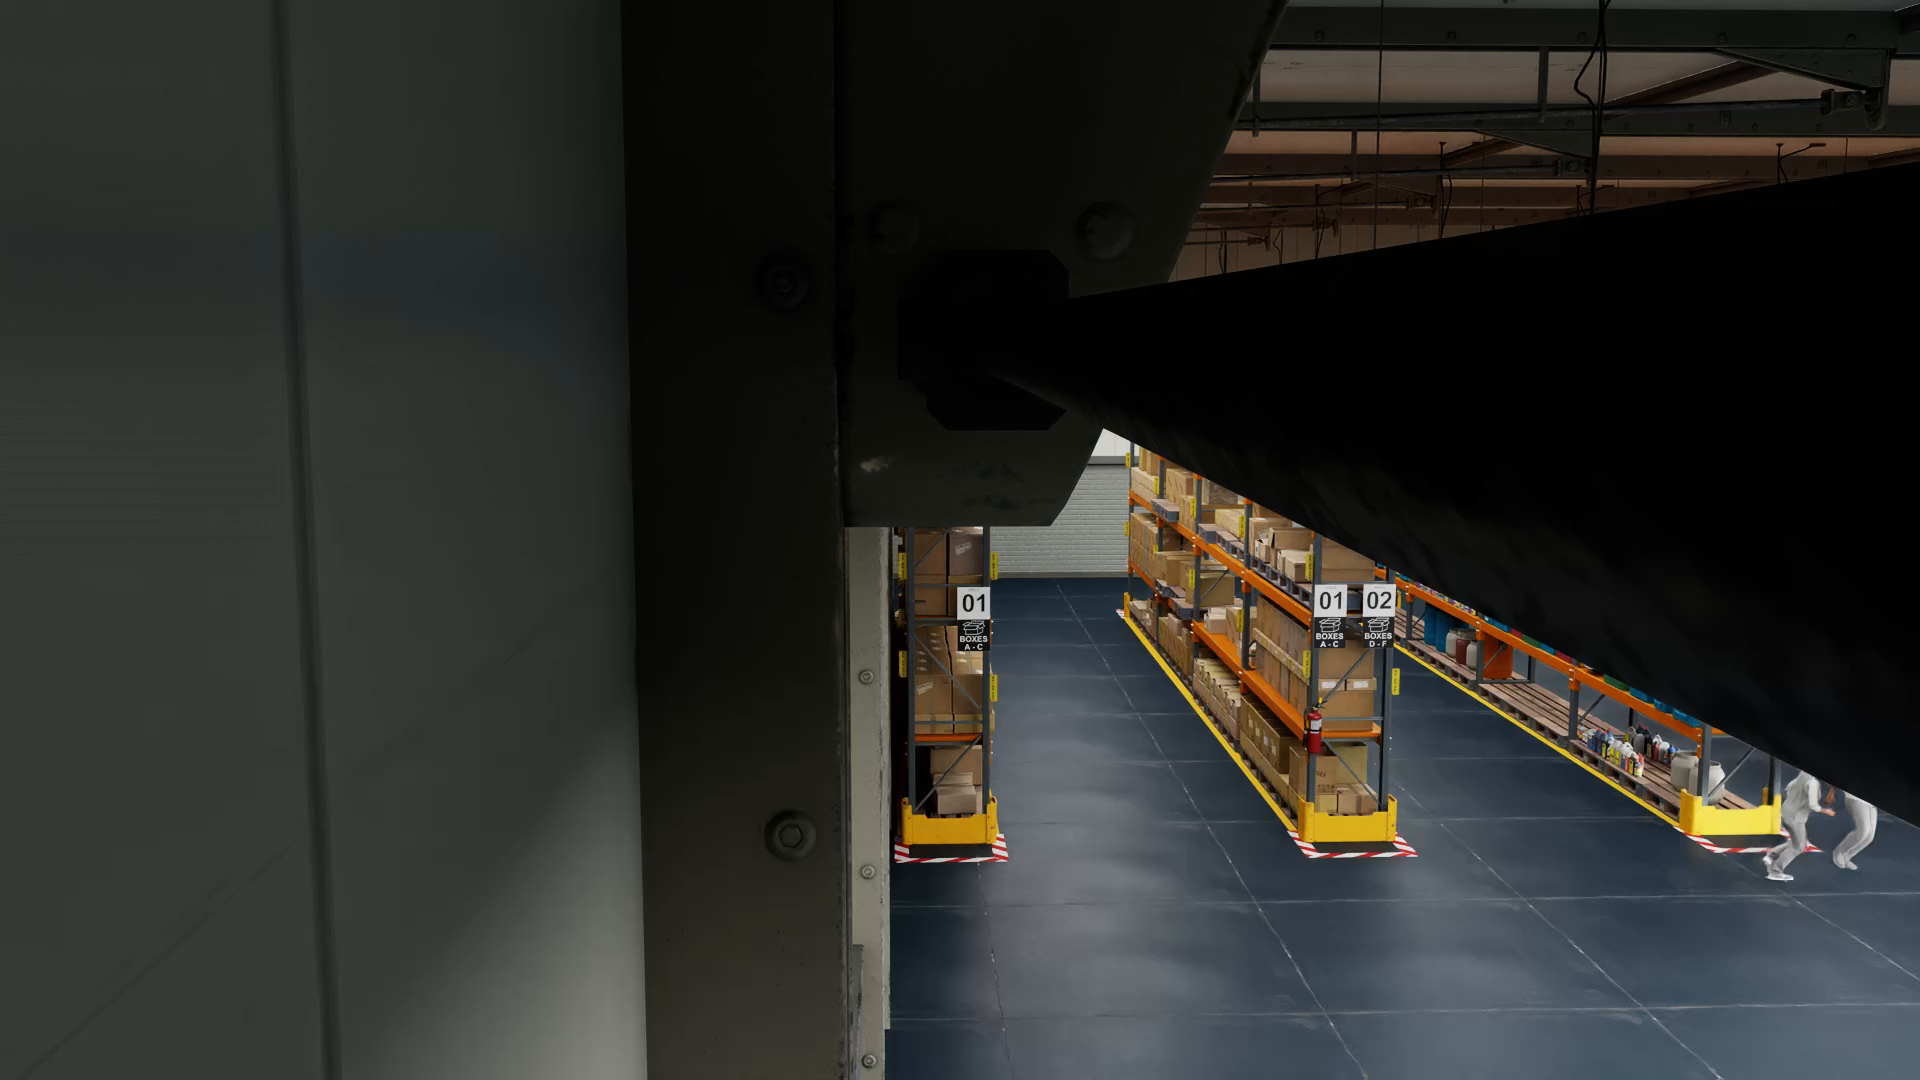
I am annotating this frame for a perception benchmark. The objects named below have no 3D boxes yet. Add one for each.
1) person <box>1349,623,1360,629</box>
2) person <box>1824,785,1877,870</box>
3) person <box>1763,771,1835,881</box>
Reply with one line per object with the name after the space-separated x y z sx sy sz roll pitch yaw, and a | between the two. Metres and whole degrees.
6.284 2.071 26.960 0.616 1.636 0.645 0 7 -3 | person
10.611 3.094 19.419 0.772 1.611 0.594 -3 8 -23 | person
9.597 3.174 18.973 0.692 1.491 0.523 2 8 14 | person
